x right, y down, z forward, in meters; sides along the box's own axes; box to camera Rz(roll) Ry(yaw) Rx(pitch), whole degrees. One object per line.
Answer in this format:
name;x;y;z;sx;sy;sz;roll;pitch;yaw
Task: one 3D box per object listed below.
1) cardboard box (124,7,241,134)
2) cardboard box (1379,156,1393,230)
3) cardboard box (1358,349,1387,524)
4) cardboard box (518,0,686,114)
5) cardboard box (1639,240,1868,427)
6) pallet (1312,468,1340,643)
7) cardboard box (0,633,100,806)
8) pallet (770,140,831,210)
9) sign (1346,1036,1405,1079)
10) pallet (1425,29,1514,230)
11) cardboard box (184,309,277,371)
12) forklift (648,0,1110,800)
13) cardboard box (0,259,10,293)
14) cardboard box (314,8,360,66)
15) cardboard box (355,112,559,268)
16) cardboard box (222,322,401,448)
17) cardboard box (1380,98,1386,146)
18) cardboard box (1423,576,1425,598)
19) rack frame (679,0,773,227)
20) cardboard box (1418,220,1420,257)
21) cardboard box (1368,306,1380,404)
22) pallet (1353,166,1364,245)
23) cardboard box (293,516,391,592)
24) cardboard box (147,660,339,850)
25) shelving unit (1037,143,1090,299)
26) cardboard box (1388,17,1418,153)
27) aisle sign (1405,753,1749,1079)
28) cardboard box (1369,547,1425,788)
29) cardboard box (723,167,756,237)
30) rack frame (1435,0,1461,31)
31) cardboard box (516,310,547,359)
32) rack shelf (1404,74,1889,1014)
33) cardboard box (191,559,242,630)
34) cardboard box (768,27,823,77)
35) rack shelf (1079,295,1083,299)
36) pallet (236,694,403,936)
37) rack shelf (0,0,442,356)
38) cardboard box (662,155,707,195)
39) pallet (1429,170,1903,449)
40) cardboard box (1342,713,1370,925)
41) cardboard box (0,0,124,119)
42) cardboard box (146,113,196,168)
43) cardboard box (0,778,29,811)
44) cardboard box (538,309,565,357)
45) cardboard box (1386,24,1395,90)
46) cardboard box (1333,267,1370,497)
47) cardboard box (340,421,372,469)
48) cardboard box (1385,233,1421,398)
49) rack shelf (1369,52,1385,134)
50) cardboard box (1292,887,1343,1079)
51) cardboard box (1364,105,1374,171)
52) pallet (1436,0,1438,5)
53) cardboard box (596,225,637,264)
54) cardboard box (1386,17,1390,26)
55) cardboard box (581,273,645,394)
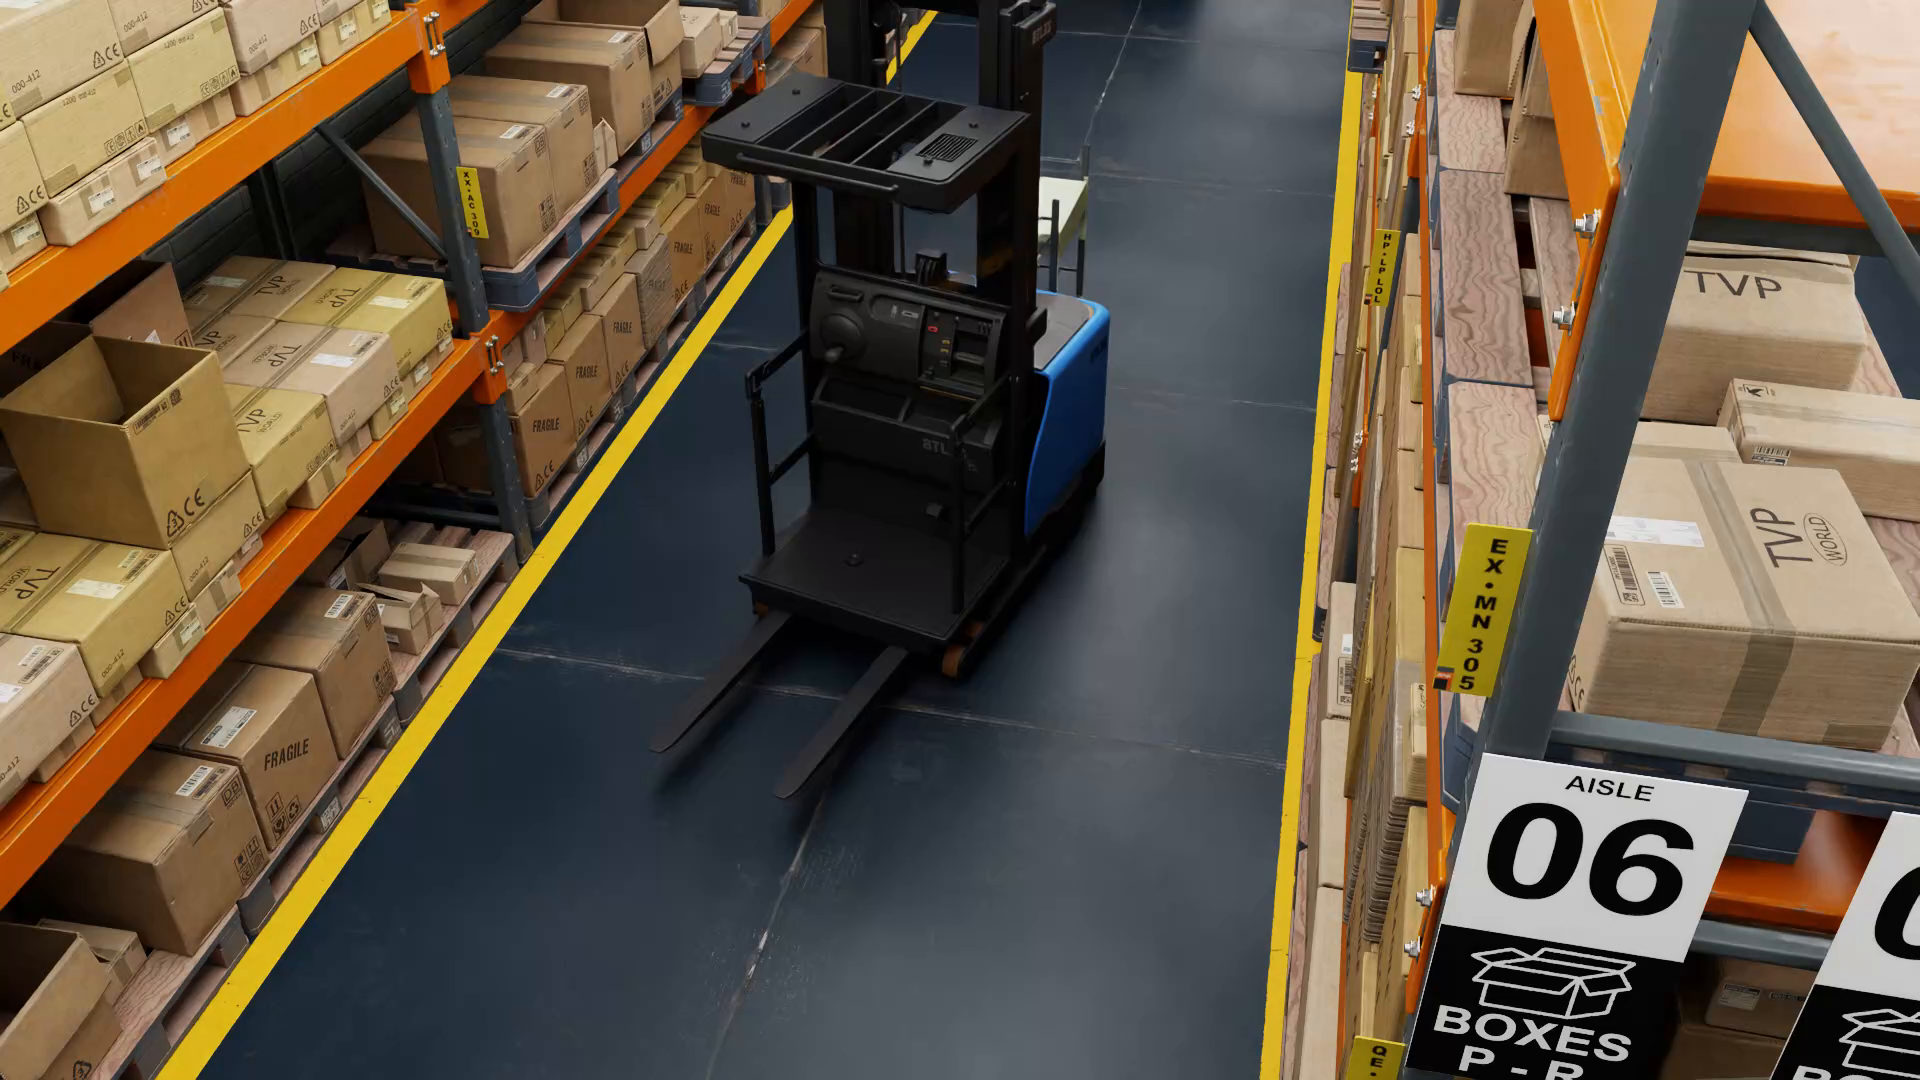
cardboard box;-2.742;-1.558;5.433;0.500;0.250;0.500;8;37;11
cardboard box;2.249;-1.574;7.837;0.500;0.250;0.500;8;37;11
cardboard box;1.832;-0.368;6.386;0.500;0.500;0.500;8;37;11
cardboard box;-1.976;-2.730;9.285;0.797;0.503;0.637;7;36;9
cardboard box;1.702;-0.511;3.746;0.500;0.311;0.500;8;37;11
pallet;2.279;0.114;8.183;1.003;0.211;1.213;7;37;10
cardboard box;-3.049;0.534;5.101;0.500;0.250;0.500;8;37;10
pallet;-1.594;-2.815;12.224;1.003;0.211;1.213;7;37;10
sign;0.806;1.089;3.273;0.100;0.325;0.005;7;37;10
pallet;2.003;-1.274;5.242;1.003;0.211;1.213;7;37;10
cardboard box;-3.132;-0.705;6.811;0.500;0.250;0.500;7;37;10
forklift;-0.337;-0.845;7.188;1.130;2.935;3.031;16;39;21
cardboard box;-2.917;-0.736;4.638;0.380;0.149;0.250;7;37;10
cardboard box;-2.506;-1.913;6.262;0.380;0.149;0.250;7;37;10
cardboard box;-2.340;-1.643;7.789;0.700;0.500;0.500;8;37;11
cardboard box;-2.625;-0.632;6.710;0.500;0.250;0.500;7;37;10
cardboard box;2.599;-2.250;9.197;0.500;0.250;0.500;6;36;9
cardboard box;1.433;0.052;4.402;0.380;0.149;0.250;8;37;11
rack frame;-1.808;-3.477;10.761;1.000;3.000;0.127;7;37;10
cardboard box;1.867;-1.123;6.024;0.380;0.149;0.250;7;36;9
cardboard box;2.037;-0.792;7.184;0.500;0.250;0.500;6;36;9
pallet;3.211;-2.176;11.342;1.003;0.211;1.213;7;37;10
cardboard box;-3.034;0.084;7.781;0.500;0.311;0.500;9;37;12
cardboard box;-2.862;0.837;6.581;0.500;0.500;0.500;8;37;11
shelving unit;0.400;-1.326;9.072;0.431;1.500;0.755;9;37;13
cardboard box;2.365;-2.181;8.036;0.500;0.500;0.500;8;37;11
aisle sign;1.015;0.679;2.811;0.394;0.787;0.004;7;37;10
cardboard box;1.396;0.392;4.487;0.500;0.500;0.500;7;37;10
cardboard box;-1.688;-2.365;11.000;0.500;0.500;0.500;8;37;11
rack frame;2.188;-2.993;4.981;1.000;3.000;0.127;7;37;10
cardboard box;-2.317;-1.052;8.381;0.380;0.149;0.250;6;36;8
rack shelf;1.761;-0.340;4.491;1.077;0.370;4.000;7;37;10
cardboard box;-2.818;0.171;5.942;0.380;0.149;0.250;8;37;11
cardboard box;-1.529;-3.417;12.344;0.875;0.625;0.625;8;37;11
rack shelf;0.400;-1.062;9.263;0.431;0.370;0.720;9;37;13
pallet;-3.068;1.041;6.905;1.003;0.211;1.213;7;37;10
rack shelf;-3.089;-0.960;5.346;1.077;0.370;4.000;7;37;10
cardboard box;-1.793;-2.277;10.325;0.380;0.149;0.250;6;36;8
pallet;1.740;-0.577;4.280;1.003;0.211;1.213;7;37;10
cardboard box;1.400;0.797;4.779;0.500;0.500;0.500;8;37;11
cardboard box;-2.856;-1.462;4.874;0.500;0.250;0.500;8;37;11
cardboard box;-2.762;-1.325;5.451;0.380;0.149;0.250;8;37;10
cardboard box;-3.147;0.751;5.143;0.380;0.149;0.250;7;36;9
cardboard box;-2.298;-1.094;8.692;0.380;0.149;0.250;6;36;8
cardboard box;2.693;-2.739;9.445;0.500;0.250;0.500;7;37;10
cardboard box;2.427;-0.758;8.462;0.875;0.875;0.875;8;37;11
cardboard box;-2.632;-0.416;6.753;0.380;0.149;0.250;8;37;11
cardboard box;1.849;-0.766;6.084;0.500;0.500;0.500;8;37;10
rack shelf;3.469;-3.712;11.699;1.077;0.370;4.000;7;37;10
cardboard box;1.564;1.680;5.471;0.875;0.438;0.875;8;37;11
cardboard box;3.322;-2.710;11.584;0.950;0.372;0.625;7;36;9
pallet;2.335;-2.232;6.651;0.805;0.209;1.217;6;36;8
cardboard box;-2.079;-1.691;9.517;0.380;0.149;0.250;7;37;10
cardboard box;2.869;-3.305;10.381;0.380;0.149;0.250;8;37;11
cardboard box;-2.124;-1.183;9.368;0.500;0.500;0.500;6;36;9
